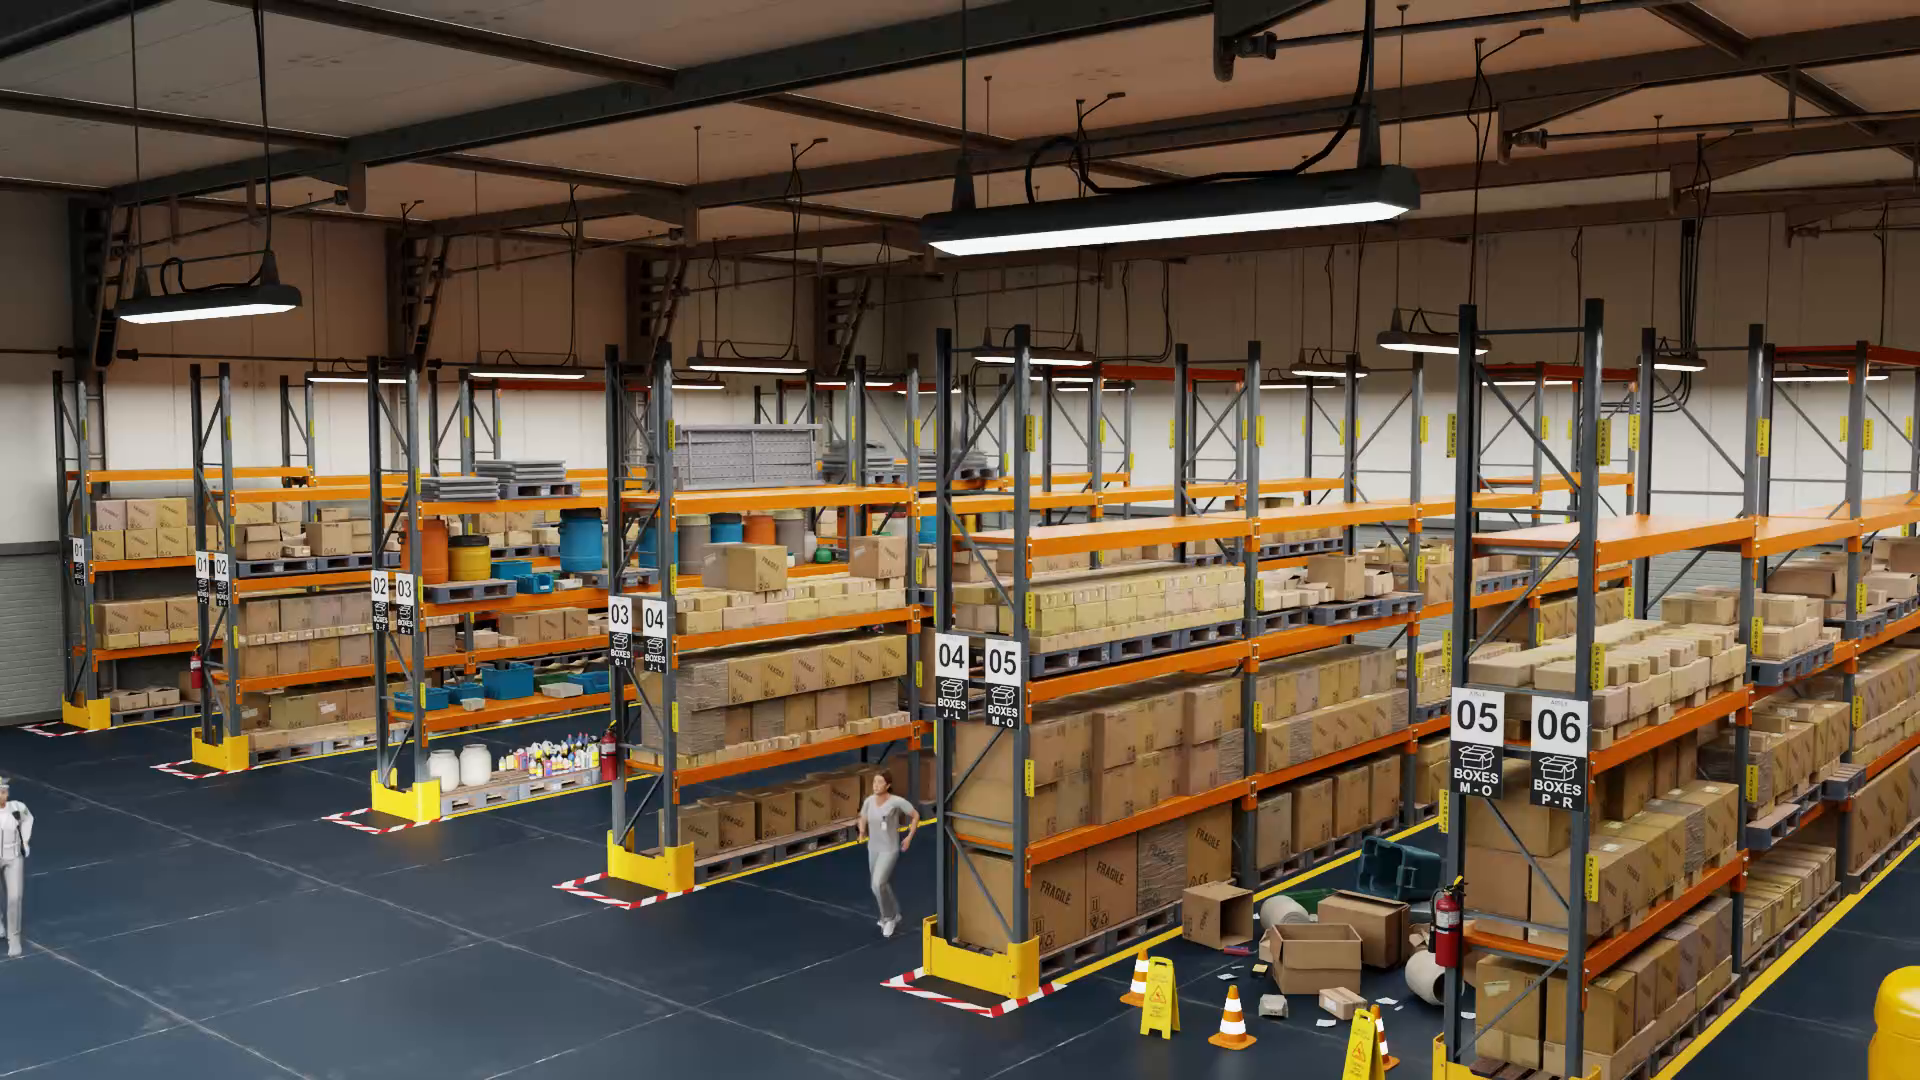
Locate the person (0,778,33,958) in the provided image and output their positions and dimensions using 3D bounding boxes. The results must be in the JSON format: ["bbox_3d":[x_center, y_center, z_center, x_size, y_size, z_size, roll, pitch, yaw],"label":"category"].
[{"bbox_3d":[-9.379,3.149,16.277,0.578,1.722,0.859,-3,5,-31],"label":"person"}]

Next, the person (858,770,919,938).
[{"bbox_3d":[-0.757,3.141,16.665,0.578,1.680,0.682,2,5,31],"label":"person"}]
